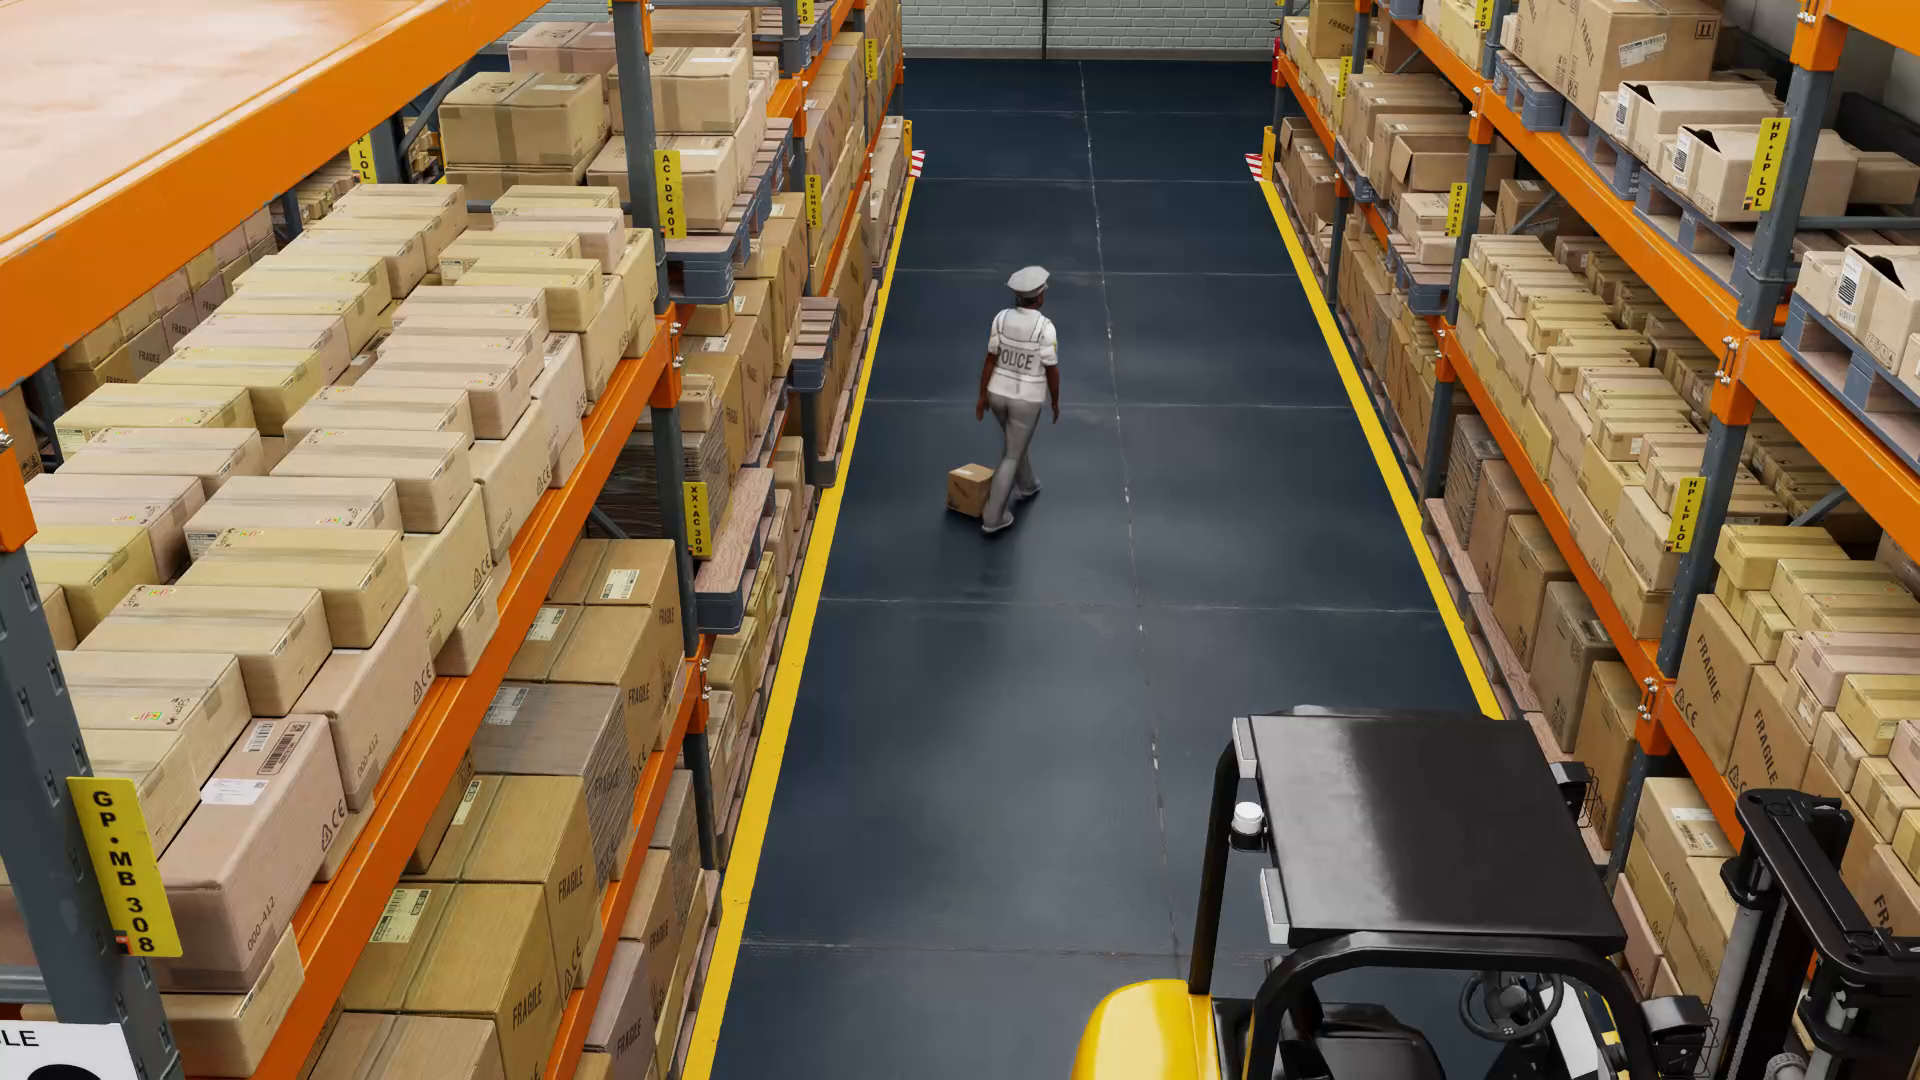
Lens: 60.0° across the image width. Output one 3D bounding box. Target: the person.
[{"bbox_3d":[0.404,-0.907,10.516,0.476,1.652,0.853,19,34,32],"label":"person"}]
